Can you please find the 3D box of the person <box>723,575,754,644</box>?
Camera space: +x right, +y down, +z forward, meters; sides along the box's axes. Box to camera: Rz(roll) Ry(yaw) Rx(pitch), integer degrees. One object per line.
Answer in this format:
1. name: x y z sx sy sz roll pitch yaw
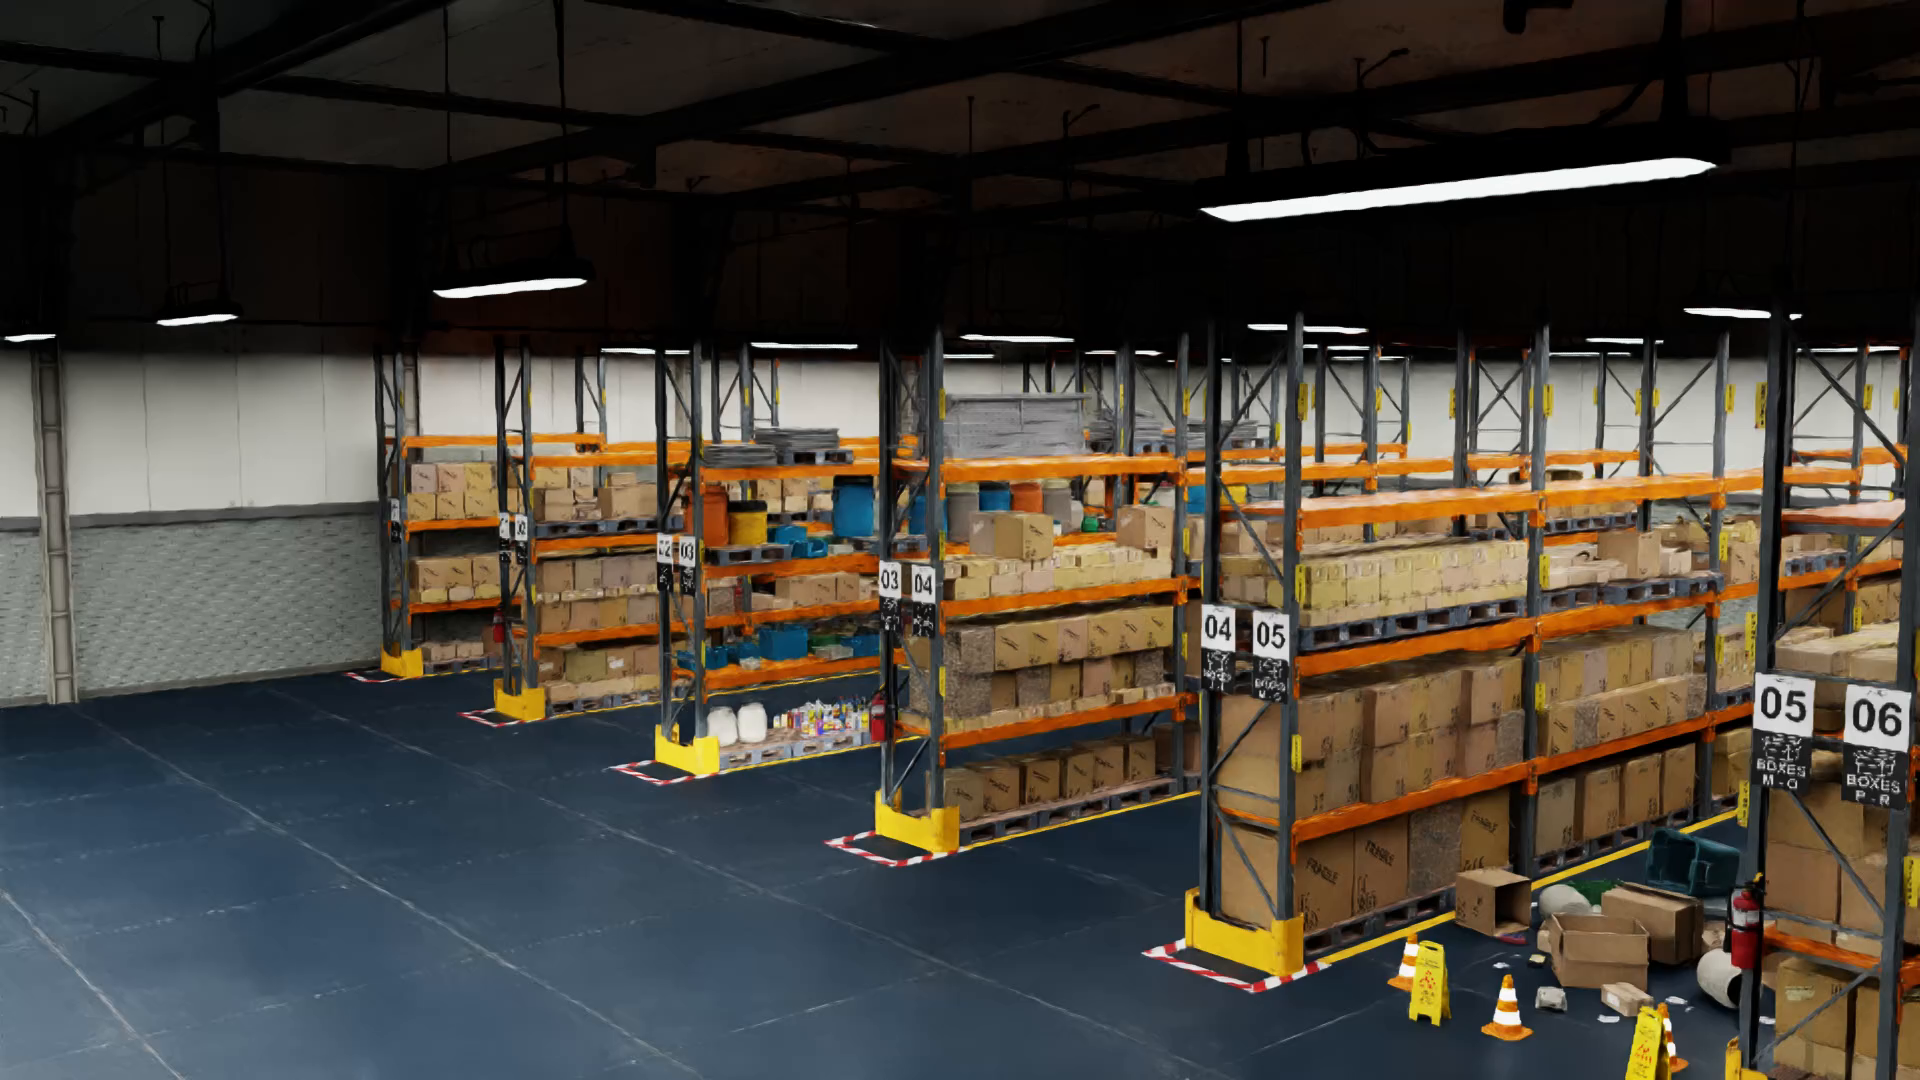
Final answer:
1. person: -4.197 1.474 31.463 0.854 1.662 0.690 -5 7 -44
